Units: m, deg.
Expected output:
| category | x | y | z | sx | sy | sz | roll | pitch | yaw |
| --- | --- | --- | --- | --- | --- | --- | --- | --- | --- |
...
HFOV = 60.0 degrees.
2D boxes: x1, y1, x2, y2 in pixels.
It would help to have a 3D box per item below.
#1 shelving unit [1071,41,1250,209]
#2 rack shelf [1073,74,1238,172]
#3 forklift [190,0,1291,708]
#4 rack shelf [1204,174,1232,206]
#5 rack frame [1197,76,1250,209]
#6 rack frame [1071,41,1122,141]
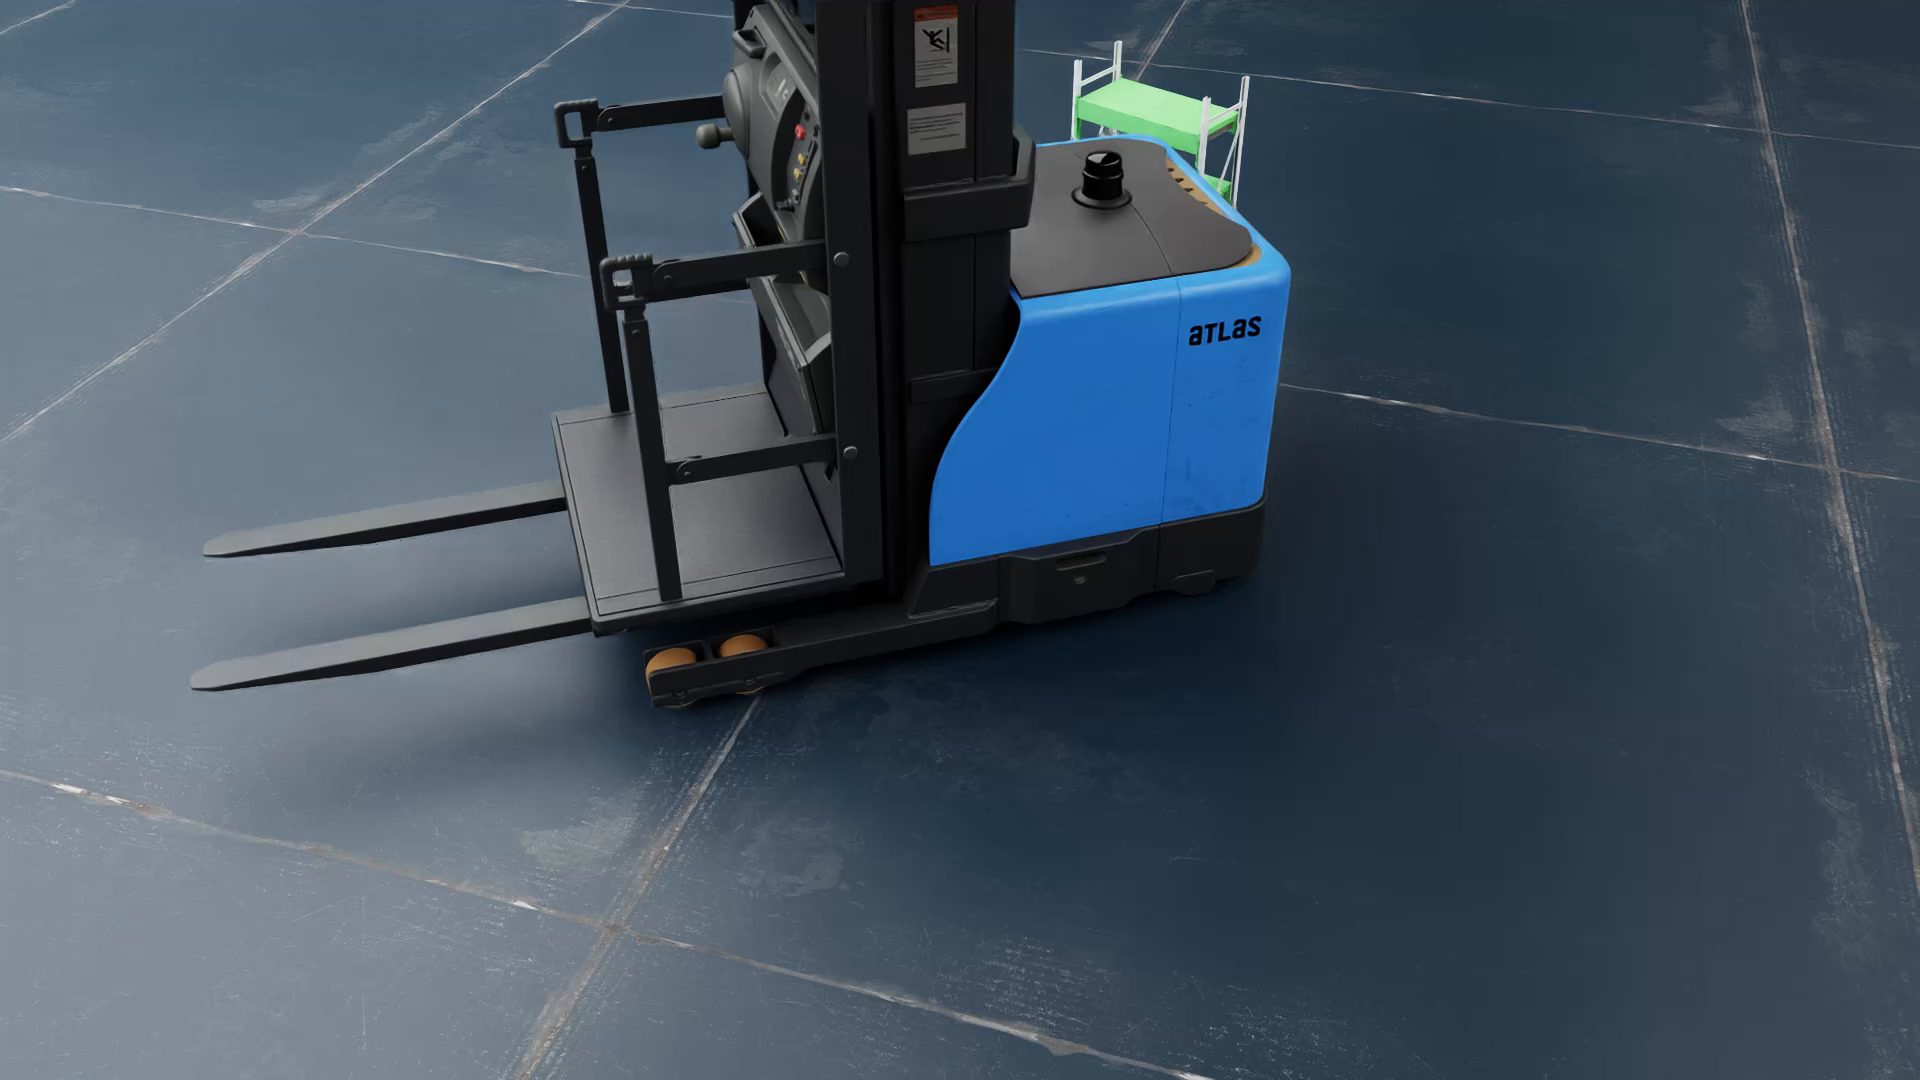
| category | x | y | z | sx | sy | sz | roll | pitch | yaw |
| --- | --- | --- | --- | --- | --- | --- | --- | --- | --- |
| shelving unit | 0.634 | -1.002 | 5.599 | 0.503 | 1.200 | 0.258 | 27 | 44 | 31 |
| rack shelf | 0.634 | -1.337 | 5.353 | 0.480 | 0.148 | 0.258 | 27 | 44 | 31 |
| forklift | -0.665 | -1.066 | 4.226 | 3.031 | 2.935 | 1.130 | -10 | 38 | -14 |
| rack shelf | 0.634 | -1.144 | 5.495 | 0.480 | 0.148 | 0.258 | 27 | 44 | 31 |
| rack frame | 0.821 | -0.909 | 5.473 | 0.015 | 1.200 | 0.240 | 27 | 44 | 31 |
| rack frame | 0.448 | -1.095 | 5.726 | 0.015 | 1.200 | 0.240 | 27 | 44 | 31 |
